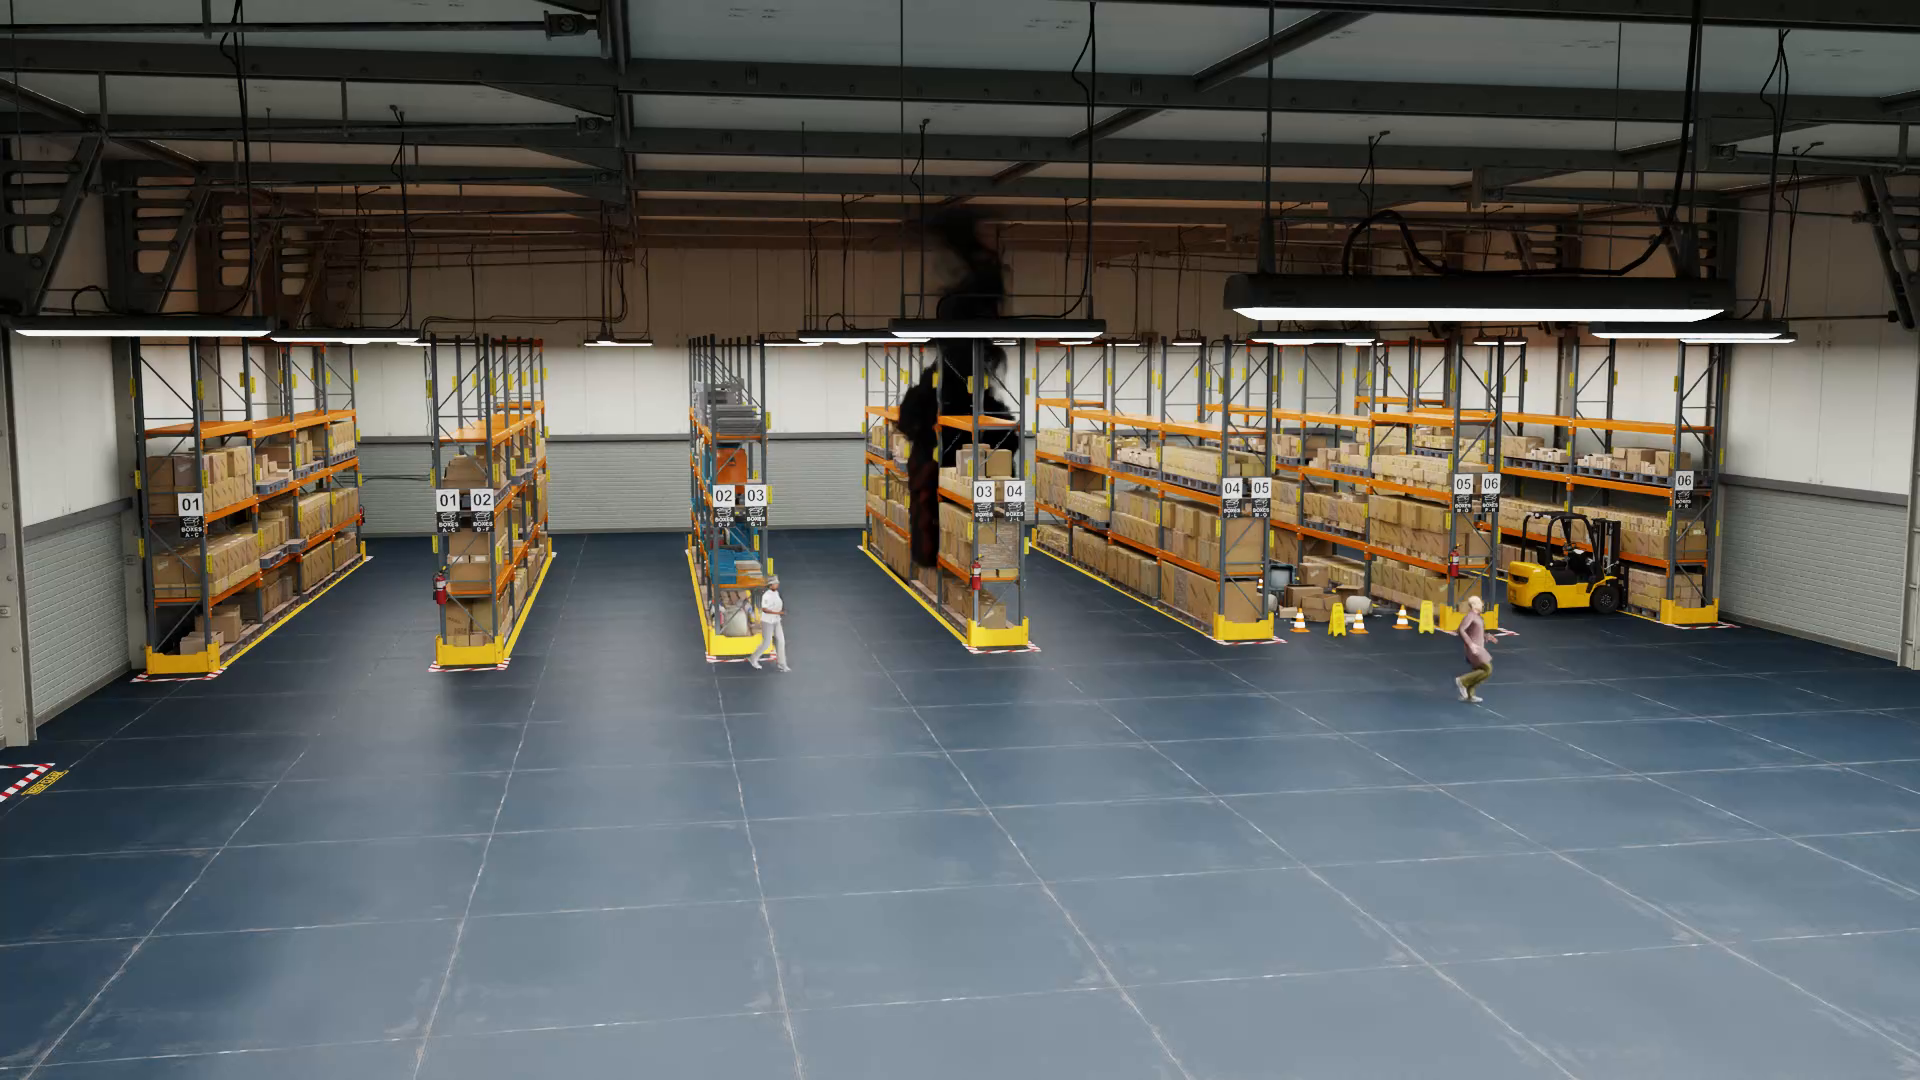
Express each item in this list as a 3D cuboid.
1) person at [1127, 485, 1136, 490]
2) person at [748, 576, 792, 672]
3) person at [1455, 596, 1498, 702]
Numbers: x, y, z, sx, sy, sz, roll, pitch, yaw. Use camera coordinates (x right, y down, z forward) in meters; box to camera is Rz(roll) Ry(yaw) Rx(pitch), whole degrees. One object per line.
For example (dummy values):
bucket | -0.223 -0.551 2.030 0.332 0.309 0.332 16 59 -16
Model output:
person | 5.219 -0.858 50.585 0.552 1.616 0.617 -1 7 -9
person | -3.386 1.500 29.653 0.809 1.733 0.595 3 7 24
person | 8.387 1.819 26.976 0.627 1.649 0.704 3 7 23
